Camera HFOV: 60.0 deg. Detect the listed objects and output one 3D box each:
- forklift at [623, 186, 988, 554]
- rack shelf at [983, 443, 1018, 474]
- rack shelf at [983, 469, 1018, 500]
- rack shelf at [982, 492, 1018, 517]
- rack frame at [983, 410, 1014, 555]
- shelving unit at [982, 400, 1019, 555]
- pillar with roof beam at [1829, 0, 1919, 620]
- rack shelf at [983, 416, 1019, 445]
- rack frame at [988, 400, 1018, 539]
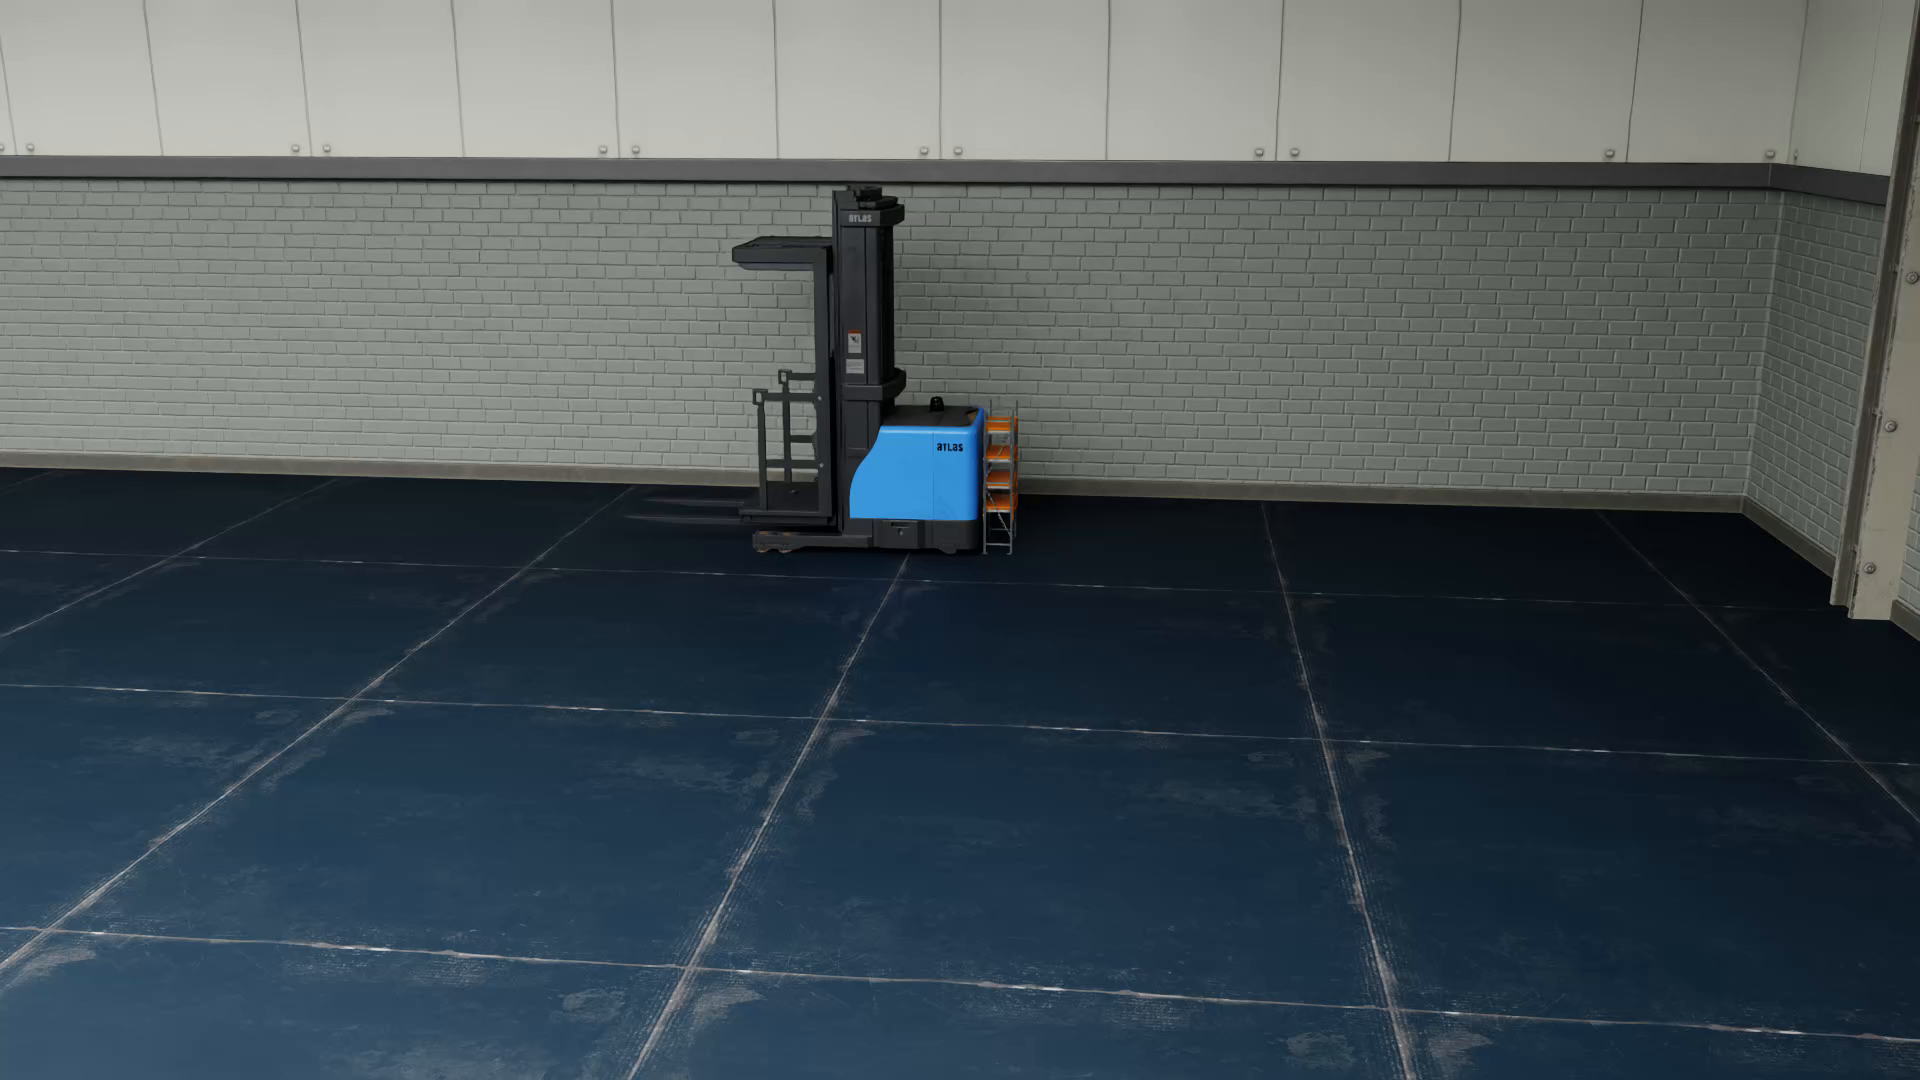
[{"bbox_3d":[-1.303,-1.442,13.879,3.031,2.935,1.130,2,15,6],"label":"forklift"},{"bbox_3d":[0.338,-0.678,13.770,0.258,0.148,0.480,2,15,6],"label":"rack shelf"},{"bbox_3d":[0.338,-0.462,13.829,0.258,0.148,0.480,2,15,6],"label":"rack shelf"},{"bbox_3d":[0.338,-0.270,13.880,0.258,0.148,0.480,2,15,6],"label":"rack shelf"},{"bbox_3d":[0.313,-0.463,13.577,0.240,1.200,0.015,2,15,6],"label":"rack frame"},{"bbox_3d":[0.338,-0.527,13.811,0.258,1.200,0.503,2,15,6],"label":"shelving unit"},{"bbox_3d":[2.352,-3.948,11.523,9.100,9.000,0.400,2,15,6],"label":"pillar with roof beam"},{"bbox_3d":[0.338,-0.906,13.708,0.258,0.148,0.480,2,15,6],"label":"rack shelf"},{"bbox_3d":[0.363,-0.590,14.045,0.240,1.200,0.015,2,15,6],"label":"rack frame"}]
